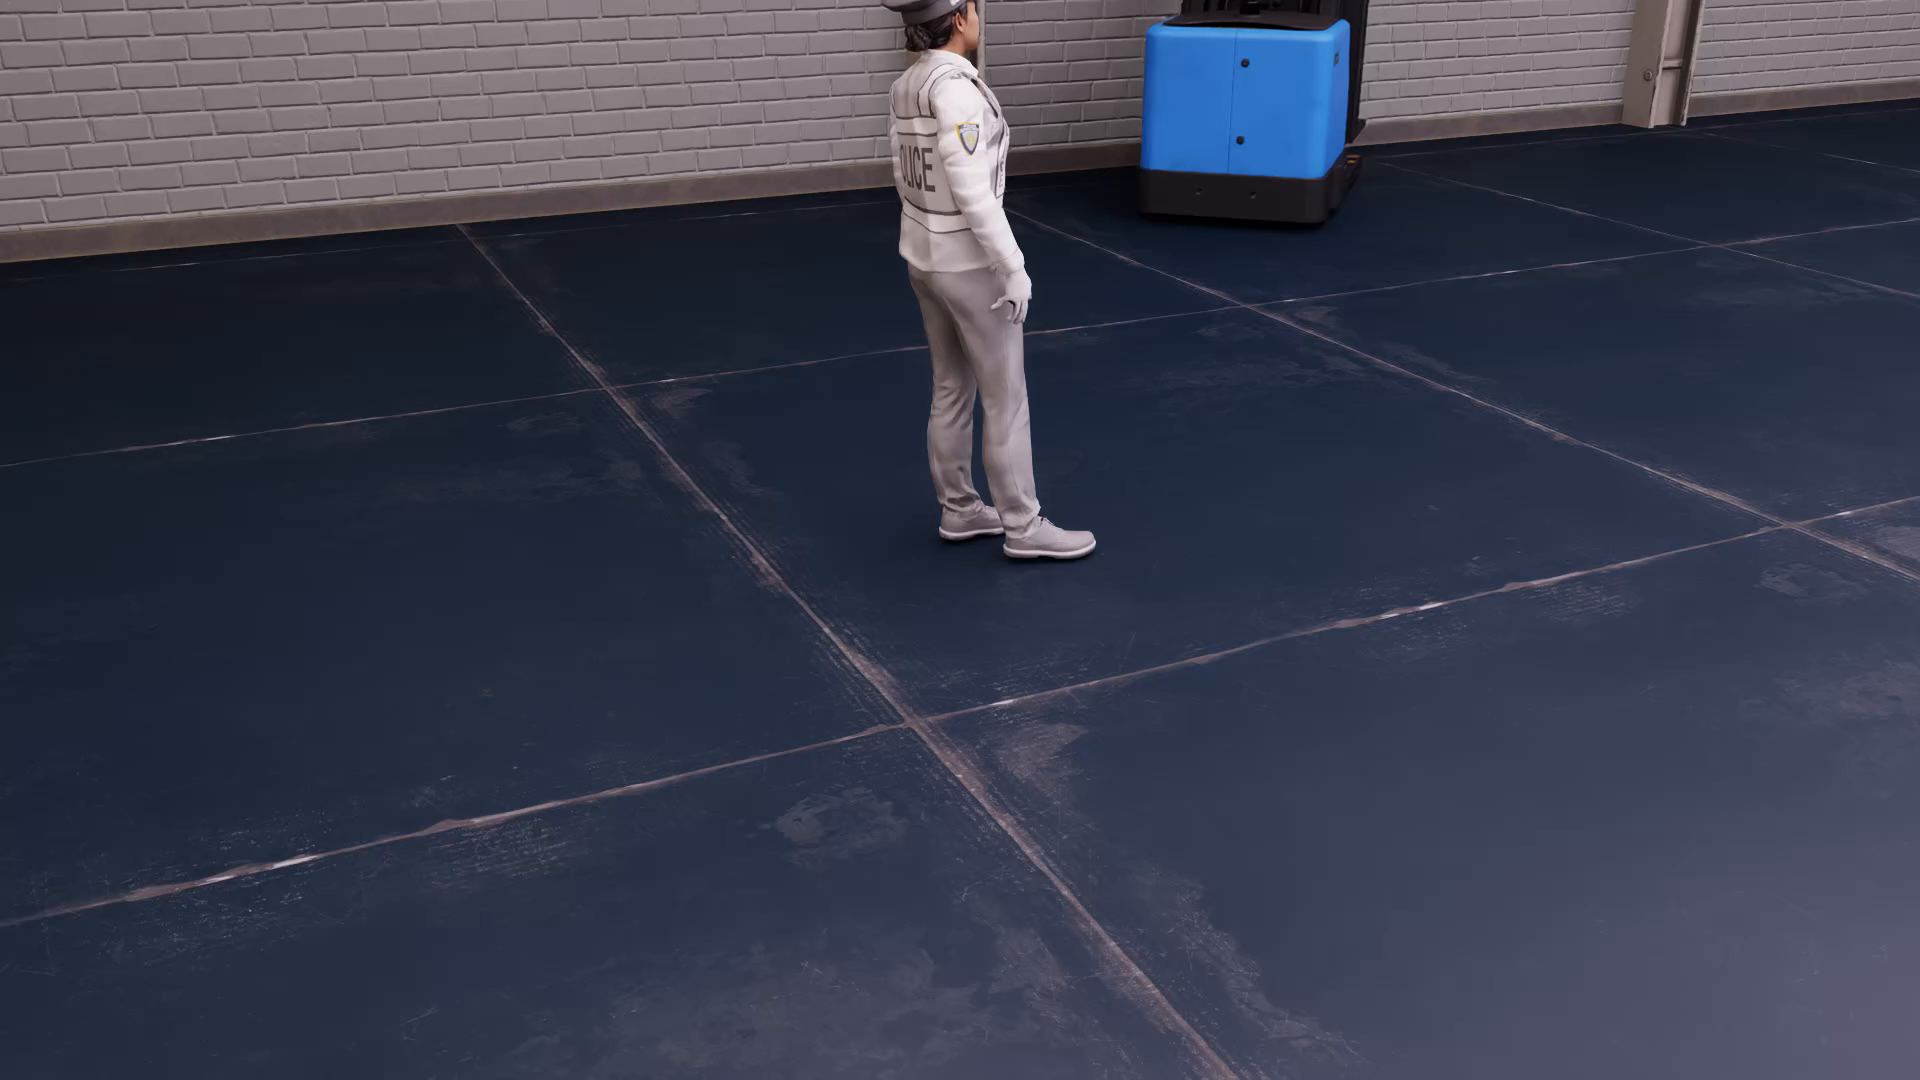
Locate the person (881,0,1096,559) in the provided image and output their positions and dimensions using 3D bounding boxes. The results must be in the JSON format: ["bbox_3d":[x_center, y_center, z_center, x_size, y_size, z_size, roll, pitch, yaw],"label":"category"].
[{"bbox_3d":[0.066,-0.798,4.800,0.530,1.694,0.586,-10,25,-23],"label":"person"}]

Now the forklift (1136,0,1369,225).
[{"bbox_3d":[1.945,-3.622,10.005,1.130,2.935,3.031,7,24,17],"label":"forklift"}]
